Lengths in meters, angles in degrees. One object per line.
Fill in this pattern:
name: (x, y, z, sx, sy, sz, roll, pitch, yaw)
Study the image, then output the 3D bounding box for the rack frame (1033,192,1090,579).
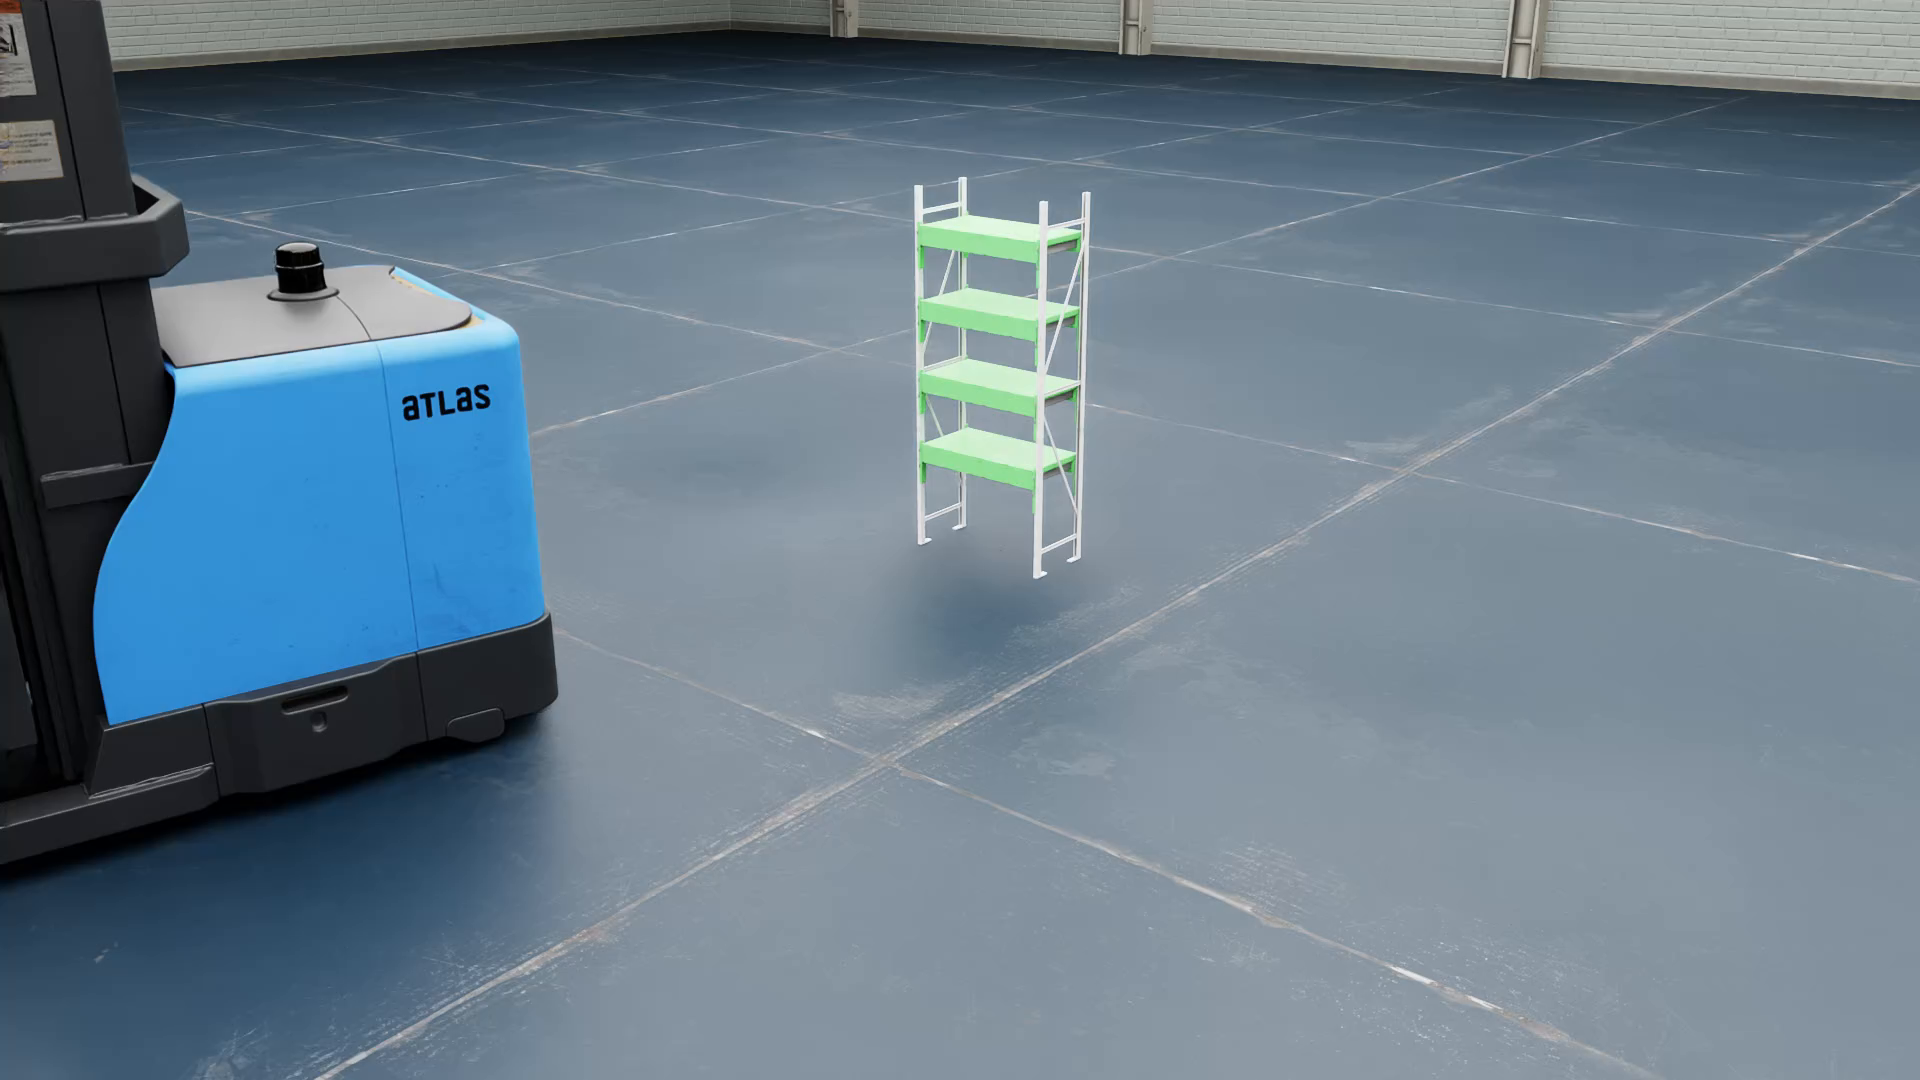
rack frame: (0.317, -0.470, 5.214, 0.015, 1.200, 0.240, 16, 26, 36)

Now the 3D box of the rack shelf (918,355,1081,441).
rack shelf: (0.128, -0.465, 5.381, 0.480, 0.148, 0.258, 16, 26, 36)

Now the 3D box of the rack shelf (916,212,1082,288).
rack shelf: (0.128, -0.914, 5.212, 0.480, 0.148, 0.258, 16, 26, 36)

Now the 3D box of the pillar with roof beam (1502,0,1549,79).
pillar with roof beam: (4.578, -9.057, 16.931, 0.400, 9.000, 9.100, 16, 26, 36)

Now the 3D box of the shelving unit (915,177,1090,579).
shelving unit: (0.128, -0.524, 5.359, 0.503, 1.200, 0.258, 16, 26, 36)

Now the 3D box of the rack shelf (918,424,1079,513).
rack shelf: (0.128, -0.240, 5.466, 0.480, 0.148, 0.258, 16, 26, 36)

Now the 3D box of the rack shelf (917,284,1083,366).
rack shelf: (0.128, -0.689, 5.296, 0.480, 0.148, 0.258, 16, 26, 36)

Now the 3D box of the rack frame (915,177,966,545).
rack frame: (-0.061, -0.579, 5.503, 0.015, 1.200, 0.240, 16, 26, 36)

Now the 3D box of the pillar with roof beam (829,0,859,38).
pillar with roof beam: (-4.719, -11.734, 24.031, 0.400, 9.000, 9.100, 16, 26, 36)

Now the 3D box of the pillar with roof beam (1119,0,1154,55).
pillar with roof beam: (-0.070, -10.395, 20.481, 0.400, 9.000, 9.100, 16, 26, 36)

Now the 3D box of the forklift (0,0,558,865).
forklift: (-2.554, -0.722, 3.430, 3.031, 2.935, 1.130, -14, 25, -33)
